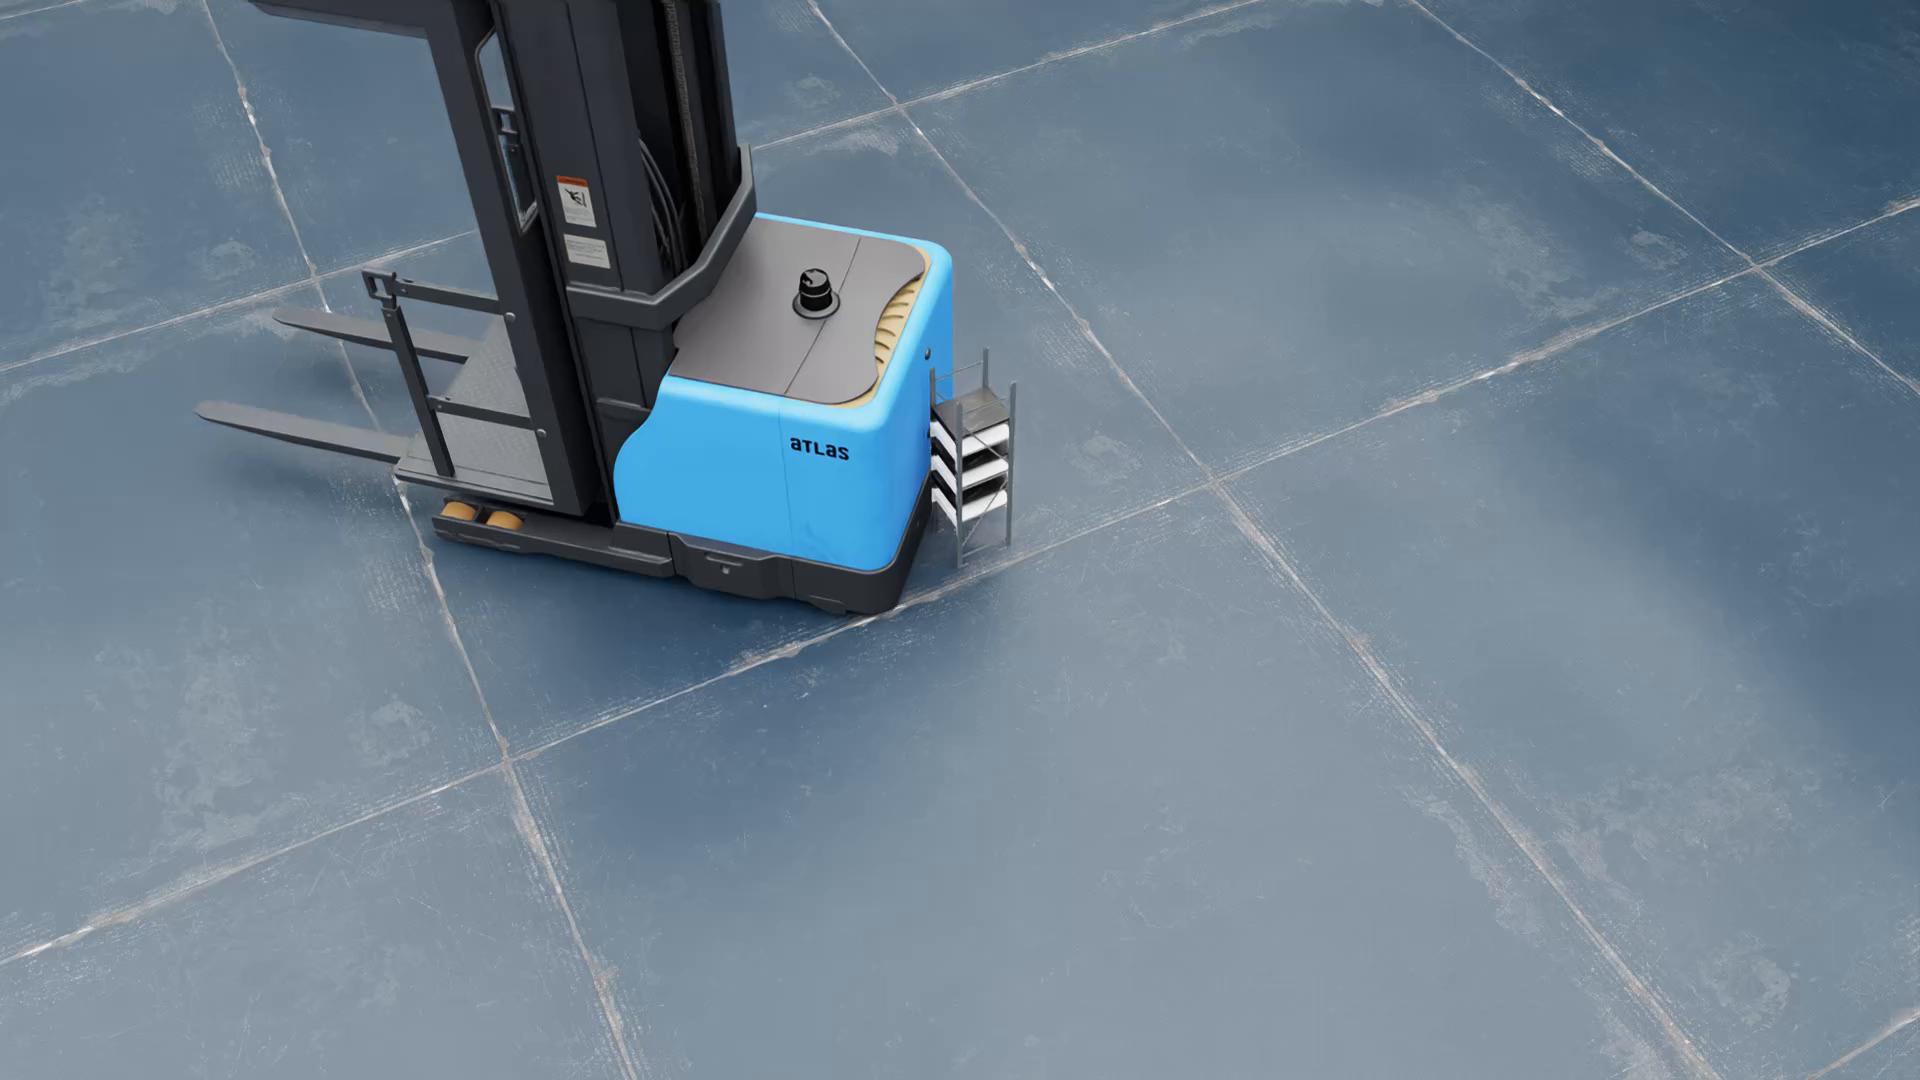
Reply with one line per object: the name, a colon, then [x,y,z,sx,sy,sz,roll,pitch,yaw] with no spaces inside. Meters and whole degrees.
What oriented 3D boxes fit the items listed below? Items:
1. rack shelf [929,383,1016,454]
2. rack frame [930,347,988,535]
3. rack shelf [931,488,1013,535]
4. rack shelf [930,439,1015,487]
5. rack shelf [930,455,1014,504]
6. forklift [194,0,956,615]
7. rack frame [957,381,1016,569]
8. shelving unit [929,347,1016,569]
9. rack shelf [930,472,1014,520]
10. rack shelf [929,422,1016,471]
rack shelf: [0.046,-0.450,6.124,0.258,0.077,0.200,-22,53,-18]
rack frame: [-0.003,-0.361,6.361,0.240,0.900,0.006,-22,53,-18]
rack shelf: [0.046,-0.154,6.463,0.258,0.077,0.200,-22,53,-18]
rack shelf: [0.046,-0.331,6.259,0.258,0.077,0.200,-22,53,-18]
rack shelf: [0.046,-0.272,6.327,0.258,0.077,0.200,-22,53,-18]
forklift: [-1.589,-1.292,5.826,3.031,2.935,1.130,11,50,10]
rack frame: [0.095,-0.227,6.243,0.240,0.900,0.006,-22,53,-18]
shelving unit: [0.046,-0.294,6.302,0.258,0.900,0.210,-22,53,-18]
rack shelf: [0.046,-0.213,6.395,0.258,0.077,0.200,-22,53,-18]
rack shelf: [0.046,-0.391,6.192,0.258,0.077,0.200,-22,53,-18]
